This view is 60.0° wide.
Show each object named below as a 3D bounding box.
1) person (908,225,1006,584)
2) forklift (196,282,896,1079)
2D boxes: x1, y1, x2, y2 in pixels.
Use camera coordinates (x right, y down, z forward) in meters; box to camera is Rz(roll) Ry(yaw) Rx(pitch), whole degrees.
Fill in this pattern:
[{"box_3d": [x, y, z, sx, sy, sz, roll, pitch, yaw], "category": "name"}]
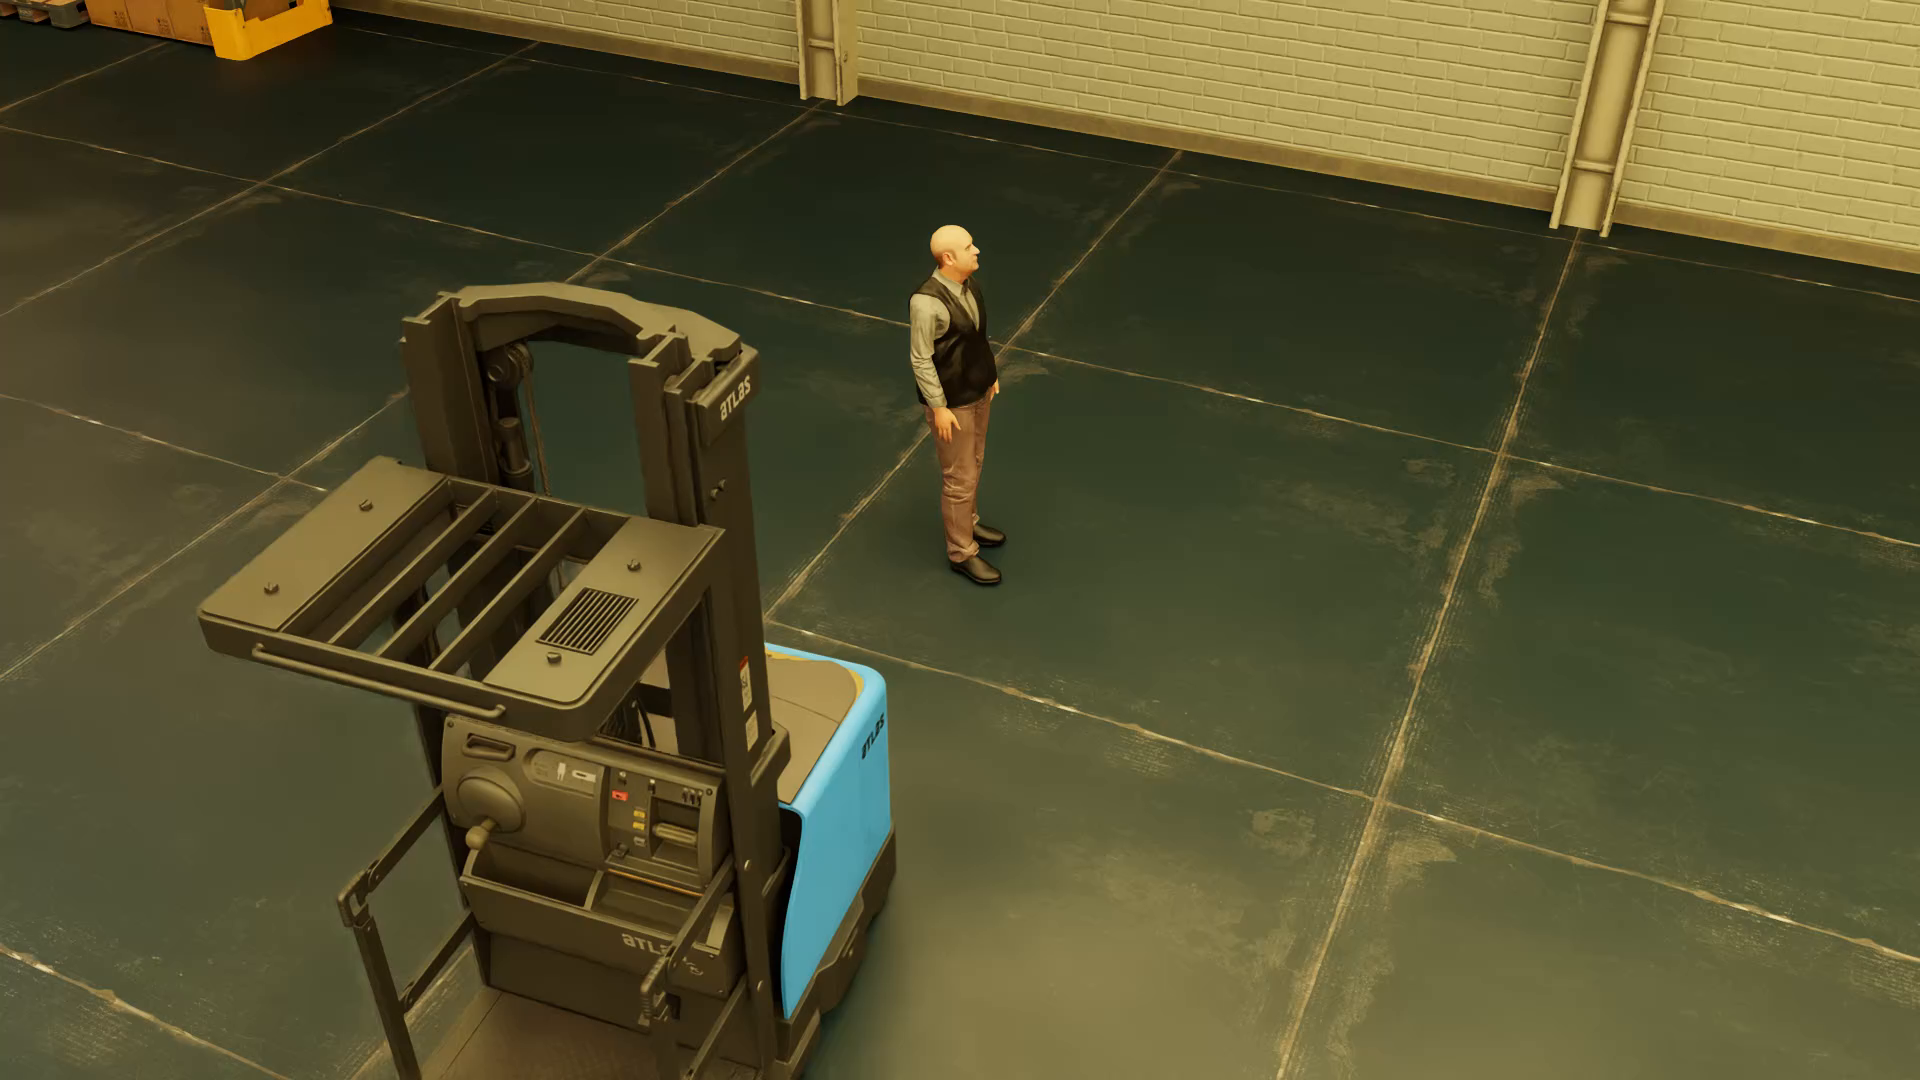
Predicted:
[{"box_3d": [0.053, -0.688, 8.079, 0.568, 1.720, 0.632, 15, 38, 20], "category": "person"}, {"box_3d": [-1.227, 0.868, 4.869, 1.130, 2.935, 3.031, 12, 37, 16], "category": "forklift"}]
